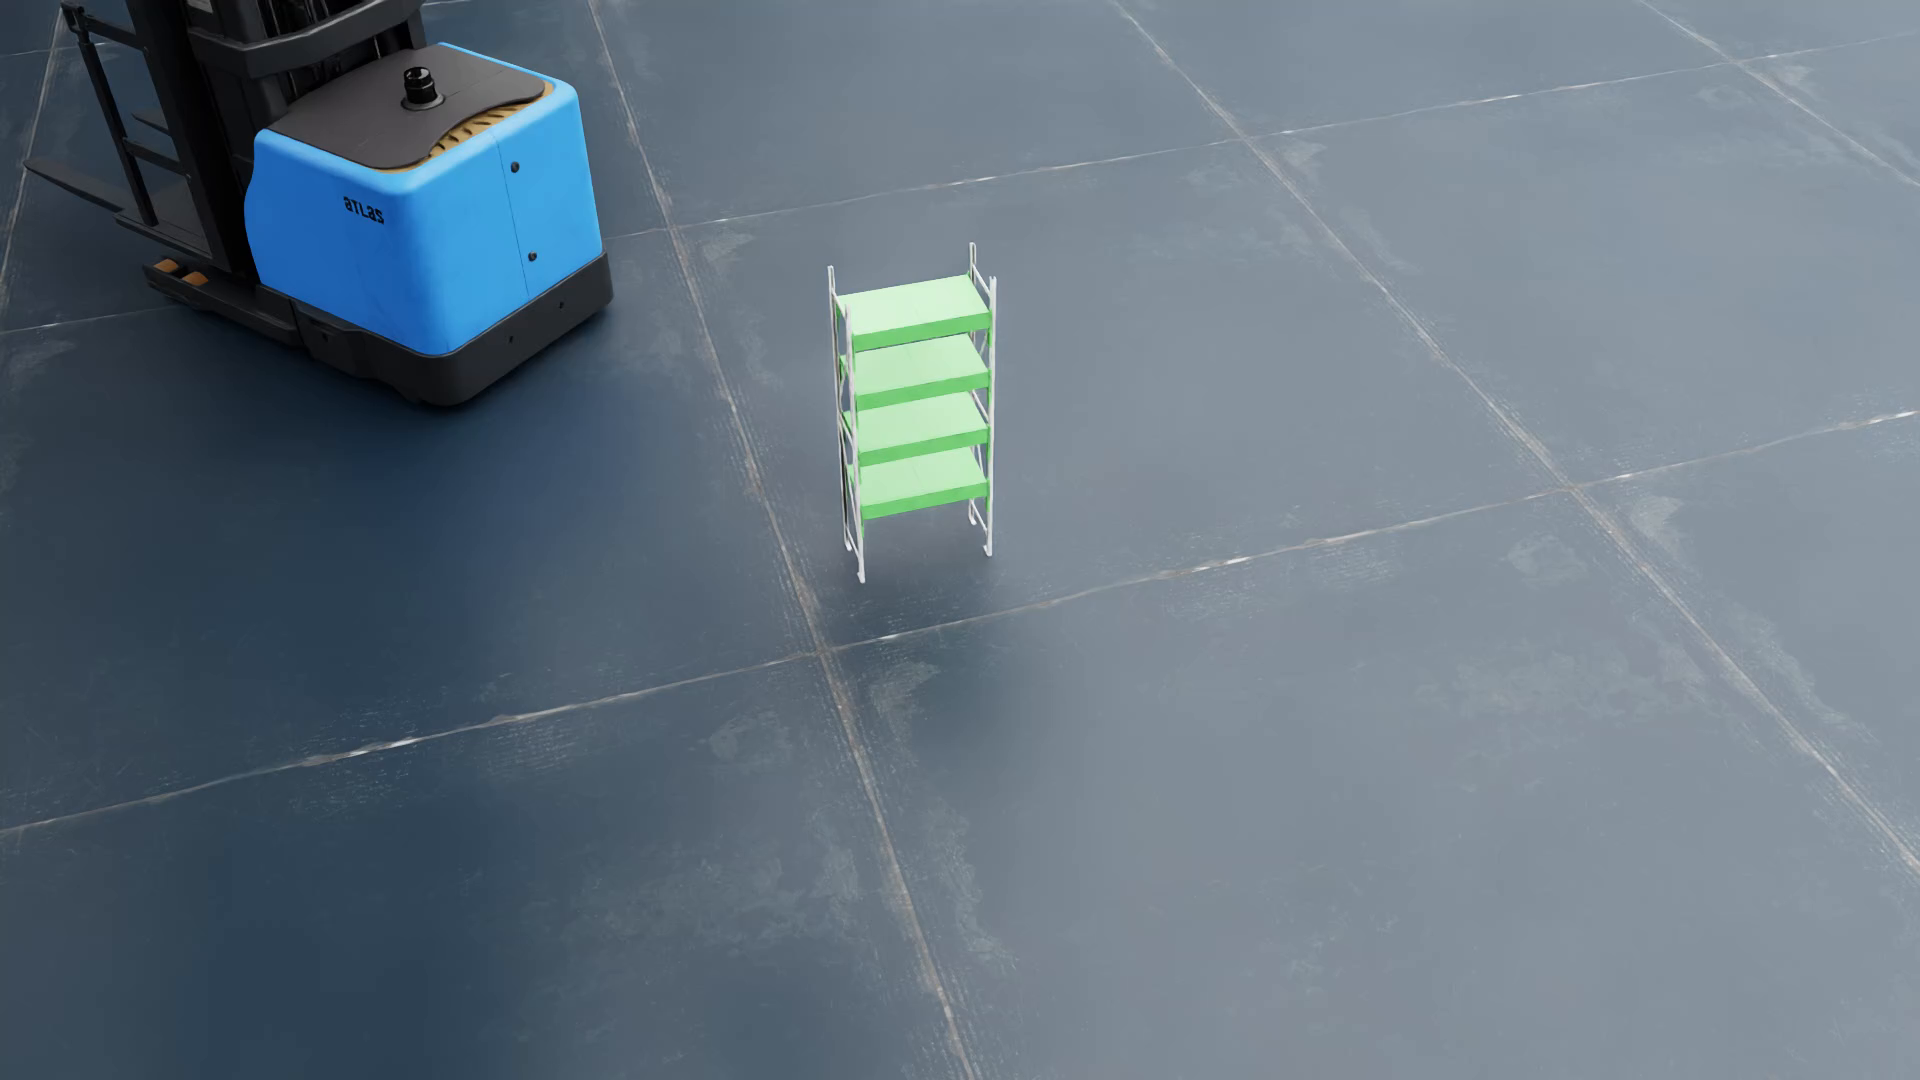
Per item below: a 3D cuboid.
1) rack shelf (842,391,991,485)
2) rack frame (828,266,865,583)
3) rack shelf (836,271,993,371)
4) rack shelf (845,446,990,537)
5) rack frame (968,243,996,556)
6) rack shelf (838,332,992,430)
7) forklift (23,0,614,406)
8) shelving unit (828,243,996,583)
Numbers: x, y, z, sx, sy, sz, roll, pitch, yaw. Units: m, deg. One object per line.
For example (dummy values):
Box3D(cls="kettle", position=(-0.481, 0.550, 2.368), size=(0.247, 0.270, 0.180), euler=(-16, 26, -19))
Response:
Box3D(cls="rack shelf", position=(-0.158, -0.371, 5.860), size=(0.480, 0.148, 0.258), euler=(-12, 42, -13))
Box3D(cls="rack frame", position=(-0.391, -0.371, 5.763), size=(0.015, 1.200, 0.240), euler=(-12, 42, -13))
Box3D(cls="rack shelf", position=(-0.158, -0.733, 5.544), size=(0.480, 0.148, 0.258), euler=(-12, 42, -13))
Box3D(cls="rack shelf", position=(-0.158, -0.190, 6.018), size=(0.480, 0.148, 0.258), euler=(-12, 42, -13))
Box3D(cls="rack frame", position=(0.075, -0.467, 5.873), size=(0.015, 1.200, 0.240), euler=(-12, 42, -13))
Box3D(cls="rack shelf", position=(-0.158, -0.552, 5.702), size=(0.480, 0.148, 0.258), euler=(-12, 42, -13))
Box3D(cls="forklift", position=(-3.052, -2.397, 6.766), size=(3.031, 2.935, 1.130), euler=(23, 46, 24))
Box3D(cls="shelving unit", position=(-0.158, -0.419, 5.818), size=(0.503, 1.200, 0.258), euler=(-12, 42, -13))
